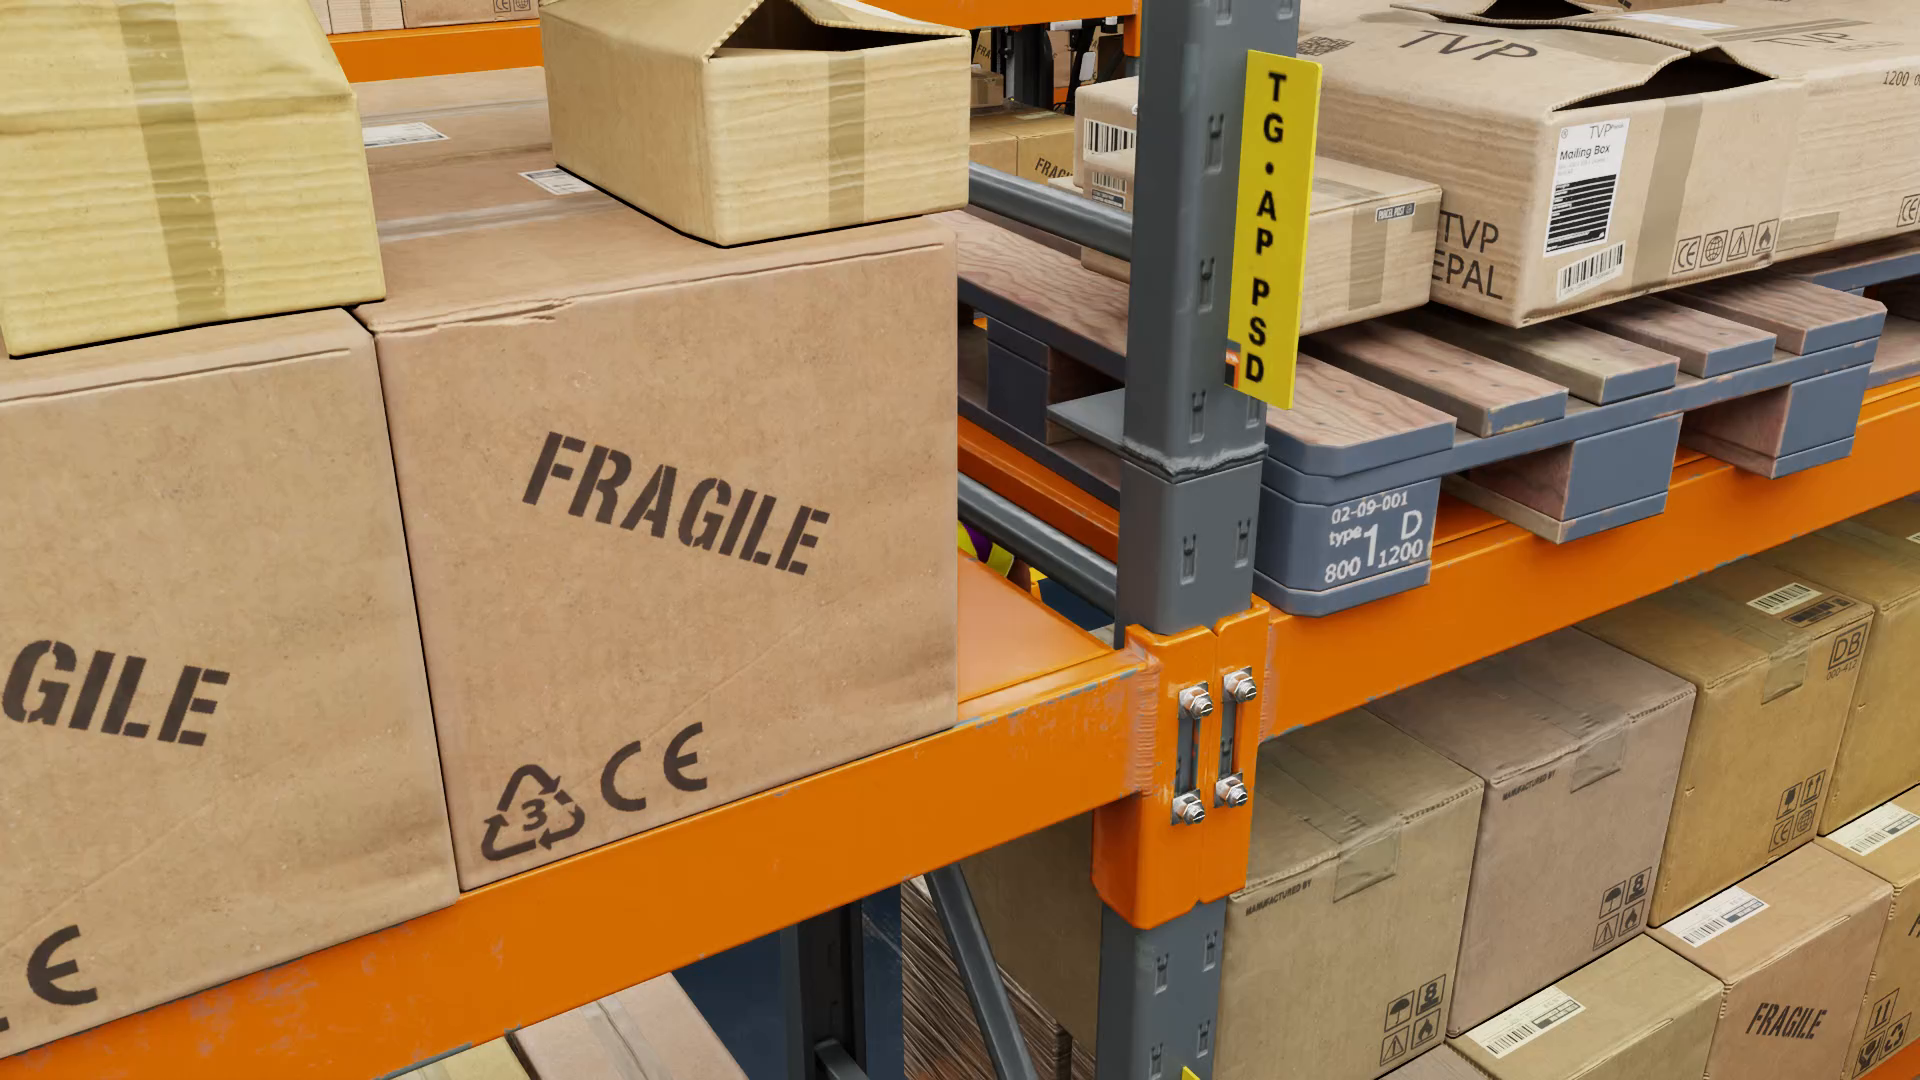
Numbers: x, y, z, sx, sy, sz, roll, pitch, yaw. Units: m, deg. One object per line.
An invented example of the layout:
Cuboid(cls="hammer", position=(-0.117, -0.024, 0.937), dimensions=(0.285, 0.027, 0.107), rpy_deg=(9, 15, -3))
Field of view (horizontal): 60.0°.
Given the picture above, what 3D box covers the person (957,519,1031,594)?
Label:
Cuboid(cls="person", position=(0.016, 0.367, 5.800), dimensions=(0.625, 1.759, 0.463), rpy_deg=(-17, 30, -32))
